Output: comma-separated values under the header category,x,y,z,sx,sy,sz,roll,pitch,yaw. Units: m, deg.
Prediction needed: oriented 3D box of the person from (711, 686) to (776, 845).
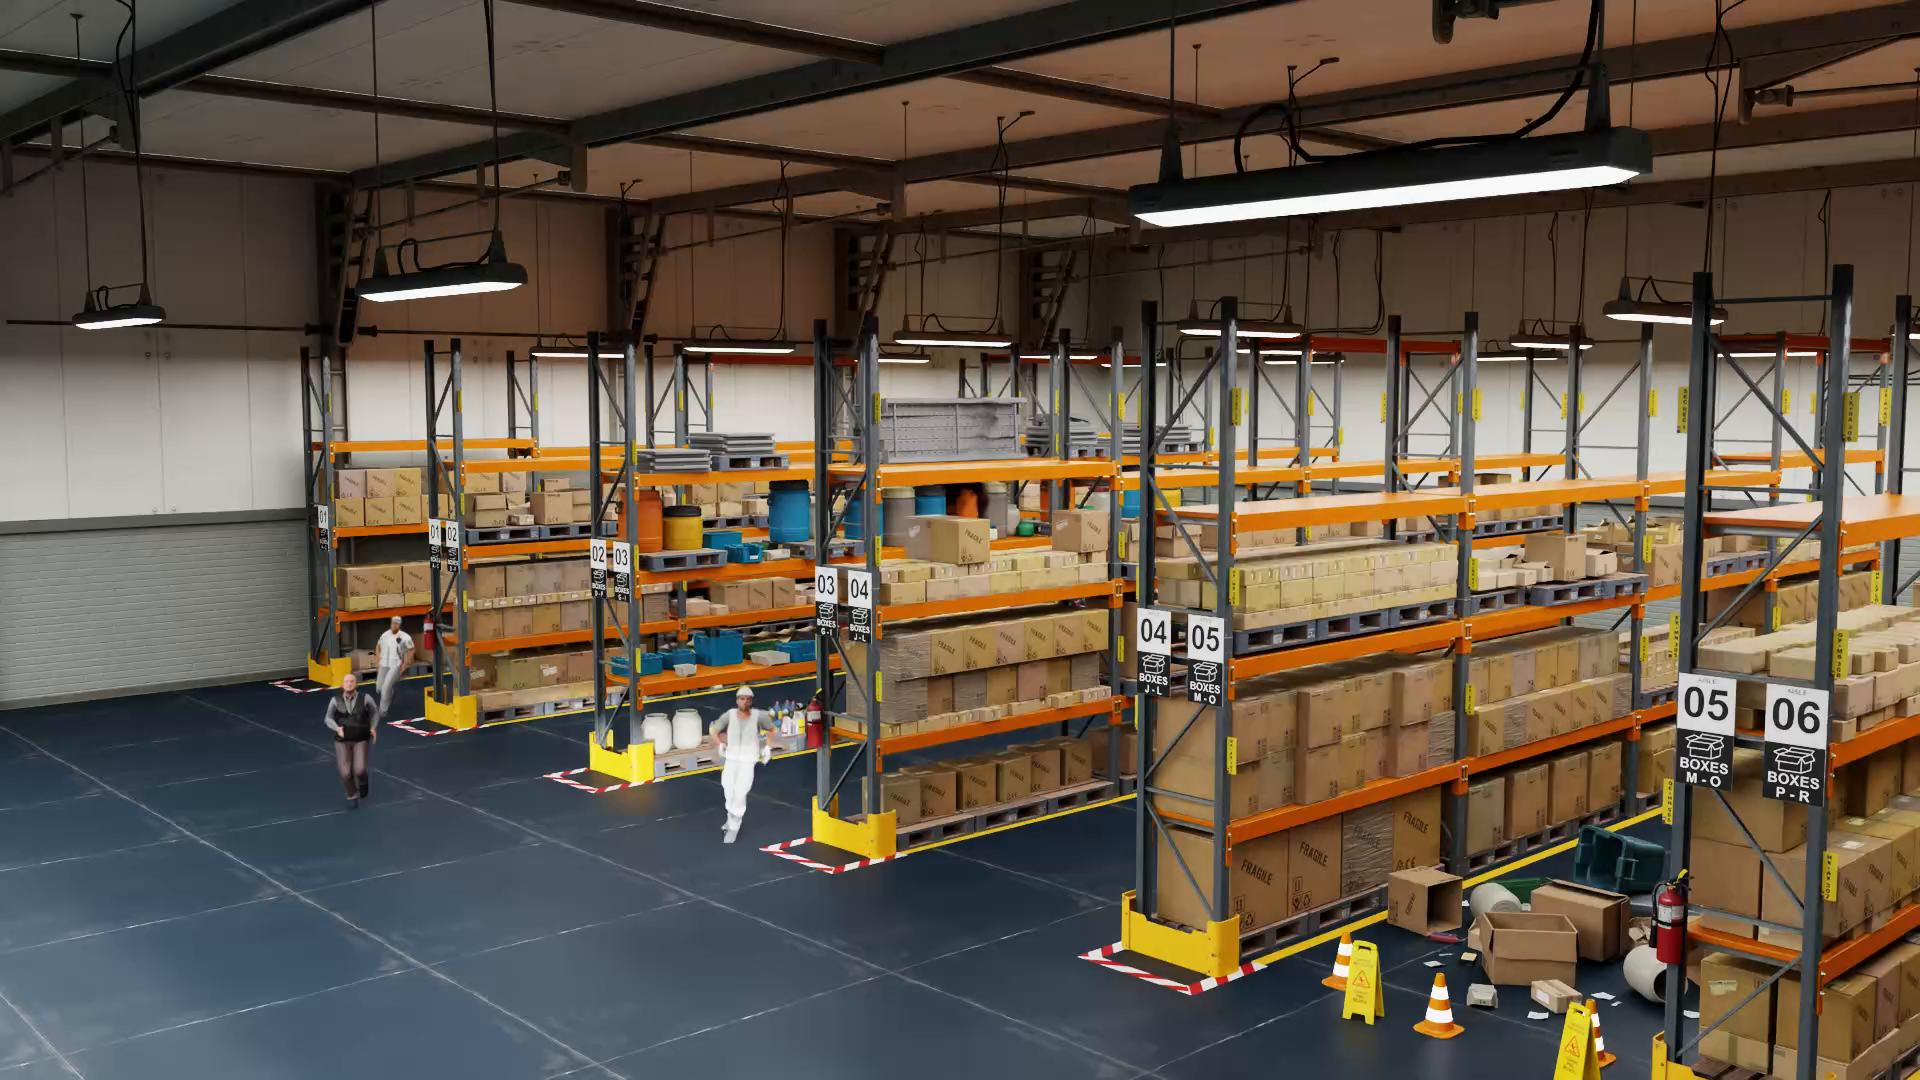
category,x,y,z,sx,sy,sz,roll,pitch,yaw
person,-2.534,2.587,19.321,0.707,1.801,0.703,1,5,8

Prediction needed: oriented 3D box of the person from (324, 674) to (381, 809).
category,x,y,z,sx,sy,sz,roll,pitch,yaw
person,-7.561,2.510,20.698,0.655,1.680,0.571,-1,5,-15

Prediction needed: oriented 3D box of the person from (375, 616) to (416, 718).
category,x,y,z,sx,sy,sz,roll,pitch,yaw
person,-9.091,2.020,26.717,0.653,1.602,0.666,1,5,6
